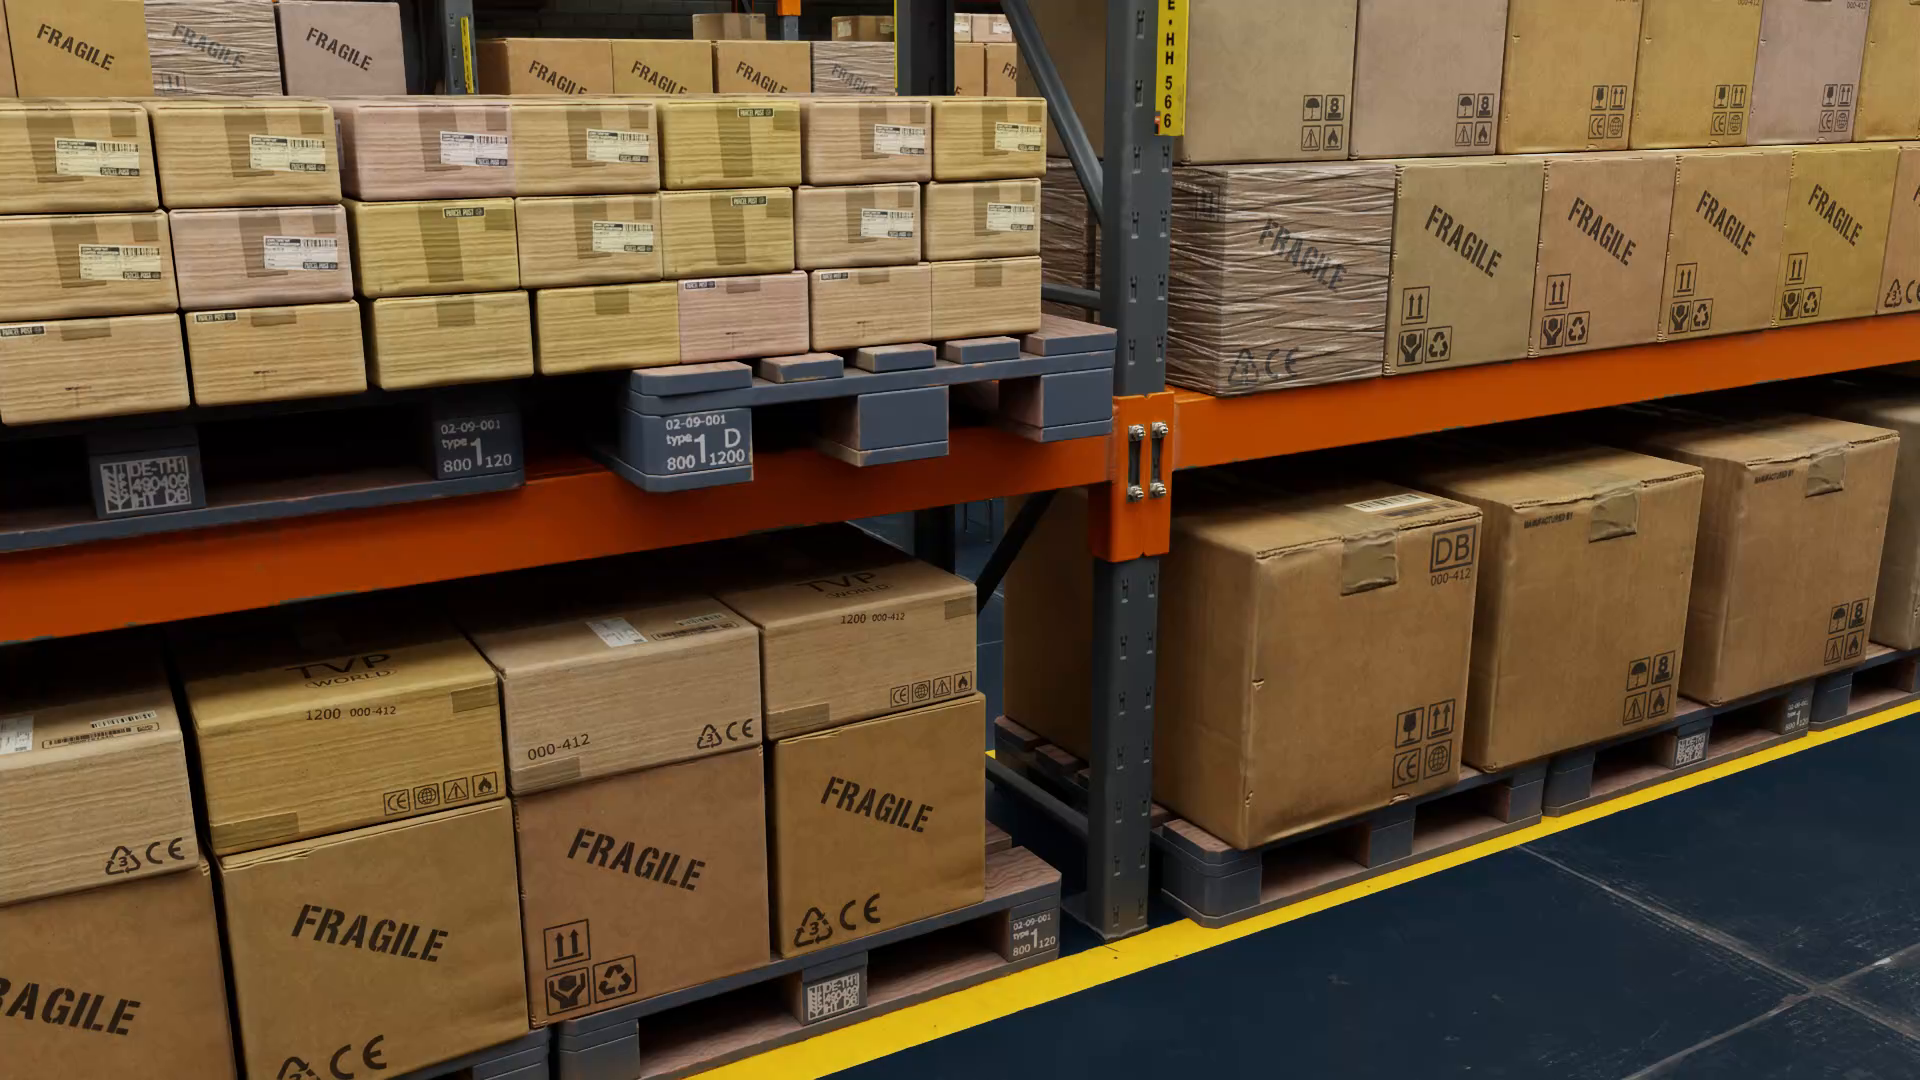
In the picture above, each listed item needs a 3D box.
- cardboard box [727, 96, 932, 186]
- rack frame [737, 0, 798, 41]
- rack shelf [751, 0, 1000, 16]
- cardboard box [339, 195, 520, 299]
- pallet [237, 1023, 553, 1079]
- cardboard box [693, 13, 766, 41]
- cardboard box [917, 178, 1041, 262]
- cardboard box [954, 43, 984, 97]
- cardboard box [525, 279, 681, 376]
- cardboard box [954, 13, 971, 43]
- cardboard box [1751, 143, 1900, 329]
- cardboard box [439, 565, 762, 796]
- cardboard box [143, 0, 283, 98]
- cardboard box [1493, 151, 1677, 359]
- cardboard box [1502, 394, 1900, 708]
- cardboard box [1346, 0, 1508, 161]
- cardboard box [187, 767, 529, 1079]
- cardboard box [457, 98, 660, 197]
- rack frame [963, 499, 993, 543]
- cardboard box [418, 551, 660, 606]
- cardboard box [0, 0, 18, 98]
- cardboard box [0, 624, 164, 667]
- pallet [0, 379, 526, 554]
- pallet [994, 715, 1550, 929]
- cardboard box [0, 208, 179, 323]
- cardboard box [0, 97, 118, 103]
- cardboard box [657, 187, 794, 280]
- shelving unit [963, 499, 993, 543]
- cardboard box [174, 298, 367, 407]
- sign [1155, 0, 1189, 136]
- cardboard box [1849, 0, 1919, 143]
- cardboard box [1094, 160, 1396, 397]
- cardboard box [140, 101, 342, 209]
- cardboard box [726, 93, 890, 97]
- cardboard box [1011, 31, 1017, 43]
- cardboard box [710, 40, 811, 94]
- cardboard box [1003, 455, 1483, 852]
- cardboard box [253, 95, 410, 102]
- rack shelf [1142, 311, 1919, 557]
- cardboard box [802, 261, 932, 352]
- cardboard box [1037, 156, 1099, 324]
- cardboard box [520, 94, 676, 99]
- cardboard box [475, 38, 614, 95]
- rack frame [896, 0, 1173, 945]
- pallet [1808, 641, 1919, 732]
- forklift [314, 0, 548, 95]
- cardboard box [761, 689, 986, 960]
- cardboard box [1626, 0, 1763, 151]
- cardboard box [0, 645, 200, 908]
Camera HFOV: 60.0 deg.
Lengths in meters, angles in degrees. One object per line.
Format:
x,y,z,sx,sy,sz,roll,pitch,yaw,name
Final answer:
-0.255,-0.762,3.157,0.250,0.149,0.380,-9,18,-30,cardboard box
-1.621,-3.438,14.118,0.127,3.000,1.000,-9,18,-30,rack frame
0.093,-4.814,14.802,4.000,0.370,1.077,-9,18,-30,rack shelf
-0.925,-0.510,2.809,0.250,0.149,0.380,-9,18,-30,cardboard box
-1.570,1.016,3.393,1.213,0.211,1.003,-9,18,-30,pallet
-1.233,-2.733,8.886,0.250,0.149,0.380,-10,19,-32,cardboard box
-0.044,-0.654,3.320,0.250,0.149,0.380,-9,18,-29,cardboard box
-0.209,-2.427,8.997,0.500,0.500,0.500,-9,18,-28,cardboard box
-0.690,-0.406,2.987,0.250,0.149,0.380,-9,18,-30,cardboard box
-0.148,-2.738,8.902,0.250,0.149,0.380,-10,19,-32,cardboard box
2.398,-0.932,4.994,0.500,0.500,0.500,-9,18,-29,cardboard box
-0.733,0.266,3.369,0.500,0.250,0.500,-9,18,-29,cardboard box
-3.235,-2.058,7.158,0.500,0.500,0.500,-9,18,-29,cardboard box
1.536,-0.793,4.495,0.500,0.500,0.500,-9,18,-30,cardboard box
2.260,-0.038,5.377,0.750,0.750,1.050,-9,18,-30,cardboard box
0.968,-1.263,4.322,0.500,0.500,0.700,-10,18,-31,cardboard box
-1.176,0.699,3.213,0.500,0.500,0.500,-10,19,-32,cardboard box
-0.707,-0.688,2.892,0.250,0.149,0.380,-9,18,-28,cardboard box
0.080,-0.446,7.335,0.006,0.900,0.240,-9,18,-30,rack frame
-1.005,0.148,3.790,0.500,0.250,0.500,-9,18,-30,cardboard box
-4.101,-1.922,6.672,0.500,0.500,0.500,-10,18,-31,cardboard box
-1.882,0.286,3.296,0.500,0.250,0.500,-10,19,-32,cardboard box
-1.530,-0.226,3.015,1.213,0.211,1.003,-9,18,-30,pallet
0.860,0.647,4.709,1.213,0.211,1.003,-9,18,-30,pallet
-1.369,-0.438,2.551,0.250,0.149,0.380,-10,18,-31,cardboard box
-1.692,-0.735,3.058,0.250,0.149,0.380,-10,18,-30,cardboard box
-0.496,-0.579,3.054,0.250,0.149,0.380,-9,18,-28,cardboard box
-0.007,-0.432,7.284,0.210,0.900,0.258,-9,18,-30,shelving unit
-1.143,-0.332,2.726,0.250,0.149,0.380,-9,18,-28,cardboard box
0.433,-0.998,3.415,0.005,0.325,0.100,-9,18,-30,sign
2.712,-1.546,5.331,0.500,0.500,0.700,-10,18,-31,cardboard box
0.669,-0.651,3.990,0.500,0.500,0.500,-9,18,-29,cardboard box
-1.148,-0.617,2.640,0.250,0.149,0.380,-8,18,-27,cardboard box
-0.354,-0.951,3.830,0.250,0.149,0.380,-9,18,-30,cardboard box
0.353,-3.013,9.884,0.250,0.149,0.380,-9,18,-30,cardboard box
-1.091,-2.286,8.495,0.500,0.500,0.500,-9,18,-29,cardboard box
0.714,0.214,4.479,0.750,0.750,1.050,-9,18,-30,cardboard box
-1.250,-0.806,3.312,0.250,0.149,0.380,-8,18,-27,cardboard box
1.860,-0.535,5.093,4.000,0.370,1.077,-9,18,-30,rack shelf
-0.254,-0.475,3.236,0.250,0.149,0.380,-9,18,-30,cardboard box
0.393,-0.776,4.436,0.500,0.500,0.500,-9,18,-30,cardboard box
-0.792,-0.880,3.578,0.250,0.149,0.380,-9,18,-30,cardboard box
-1.986,-2.137,7.961,0.500,0.500,0.500,-10,18,-31,cardboard box
0.145,-0.603,4.004,0.127,3.000,1.000,-9,18,-30,rack frame
2.952,0.308,5.919,1.213,0.211,1.003,-9,18,-30,pallet
-3.111,-2.353,10.372,3.031,2.935,1.130,-9,18,-29,forklift
-0.284,0.550,3.743,0.500,0.500,0.500,-9,18,-30,cardboard box
1.845,-1.406,4.832,0.500,0.500,0.700,-9,18,-30,cardboard box
-1.619,0.407,2.864,0.500,0.250,0.500,-8,18,-28,cardboard box
